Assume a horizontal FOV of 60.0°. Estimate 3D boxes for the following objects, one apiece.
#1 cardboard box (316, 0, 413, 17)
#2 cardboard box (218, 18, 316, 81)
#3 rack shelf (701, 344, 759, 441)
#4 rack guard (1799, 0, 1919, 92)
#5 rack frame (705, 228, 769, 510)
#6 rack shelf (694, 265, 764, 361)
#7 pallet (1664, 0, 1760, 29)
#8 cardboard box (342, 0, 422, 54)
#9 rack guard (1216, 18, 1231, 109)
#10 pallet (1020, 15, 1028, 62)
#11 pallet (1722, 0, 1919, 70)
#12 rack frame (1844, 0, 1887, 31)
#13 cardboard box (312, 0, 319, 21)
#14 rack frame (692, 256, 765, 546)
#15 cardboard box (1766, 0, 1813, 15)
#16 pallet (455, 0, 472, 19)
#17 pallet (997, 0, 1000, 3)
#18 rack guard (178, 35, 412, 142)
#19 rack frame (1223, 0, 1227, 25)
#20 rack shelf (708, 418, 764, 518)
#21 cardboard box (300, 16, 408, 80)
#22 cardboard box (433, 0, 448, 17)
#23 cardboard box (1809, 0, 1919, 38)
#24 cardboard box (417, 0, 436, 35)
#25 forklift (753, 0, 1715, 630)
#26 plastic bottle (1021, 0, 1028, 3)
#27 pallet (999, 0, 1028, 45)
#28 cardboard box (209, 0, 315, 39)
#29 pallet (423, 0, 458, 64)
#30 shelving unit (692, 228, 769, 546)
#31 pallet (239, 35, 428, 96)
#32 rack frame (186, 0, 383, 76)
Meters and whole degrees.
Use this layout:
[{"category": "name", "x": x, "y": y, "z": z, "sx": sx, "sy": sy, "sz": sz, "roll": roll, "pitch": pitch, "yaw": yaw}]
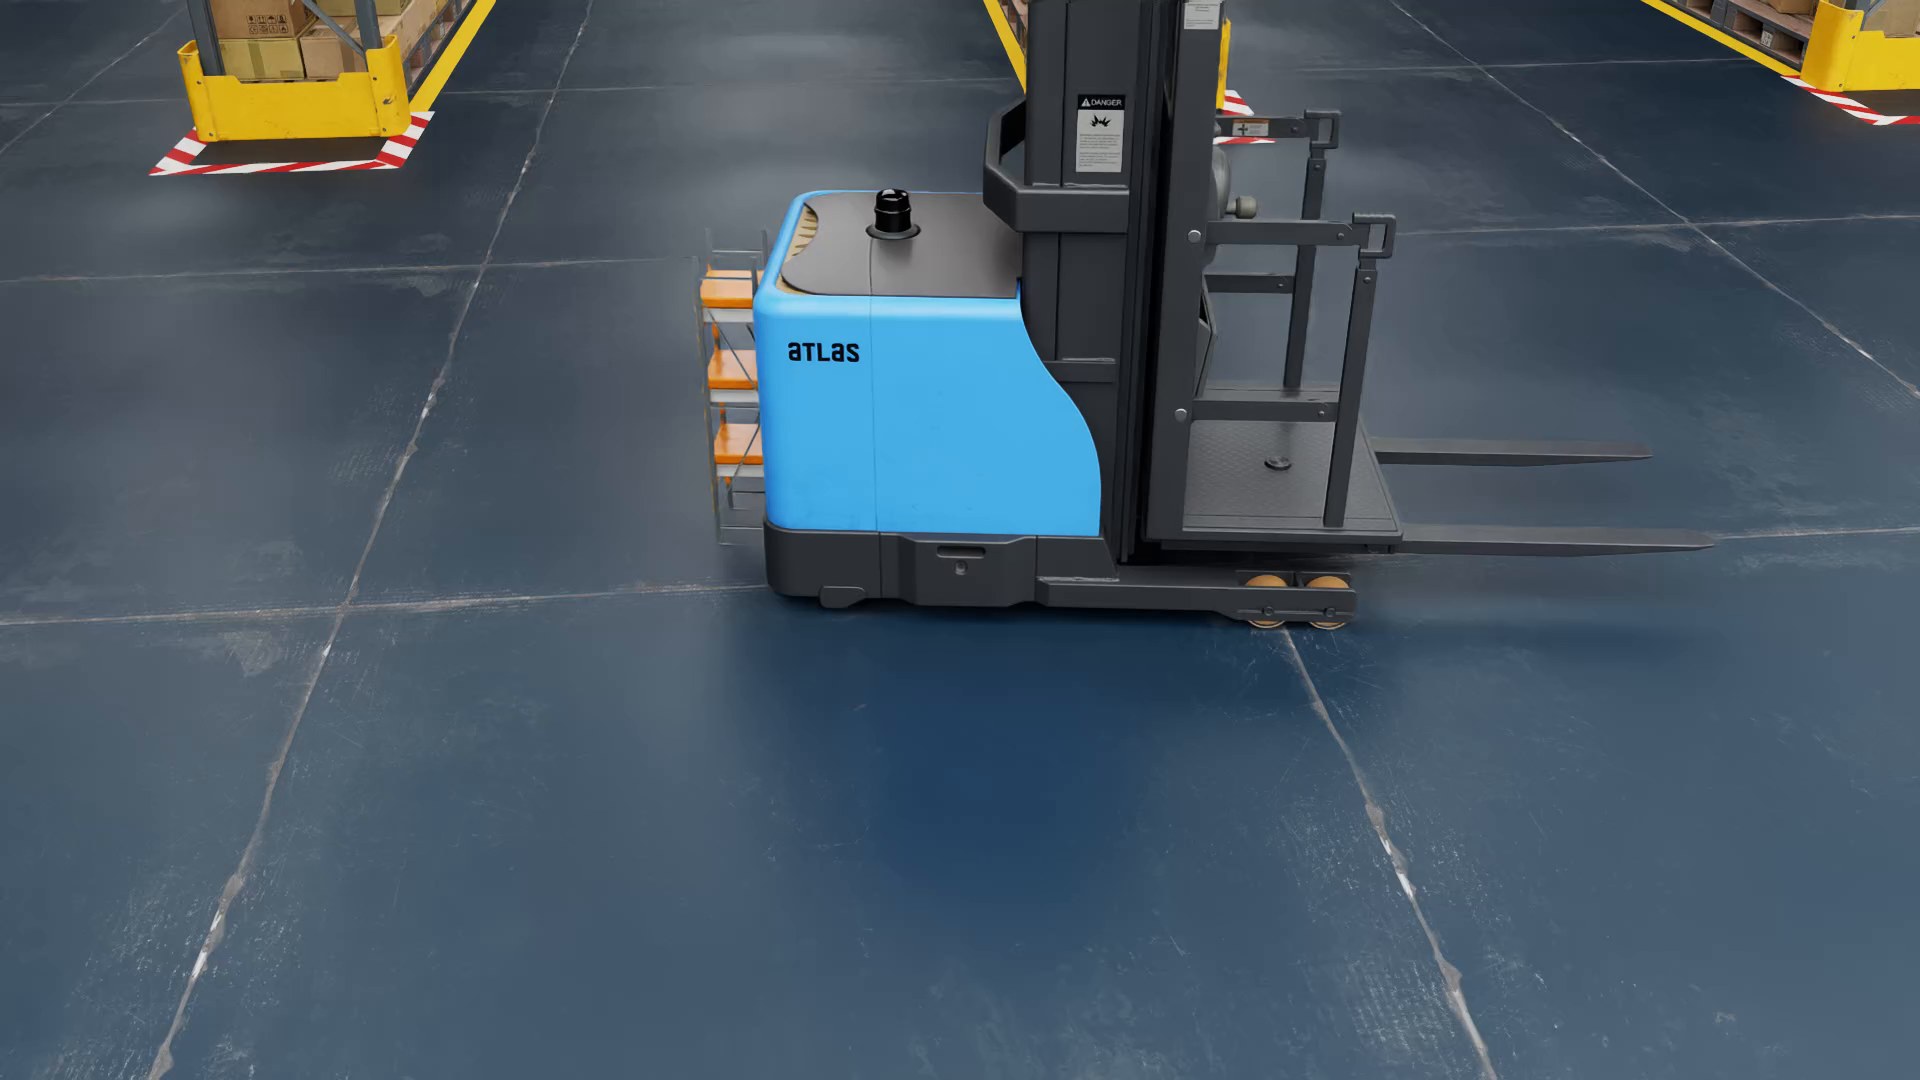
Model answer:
[{"category": "cardboard box", "x": -3.726, "y": -3.575, "z": 10.351, "sx": 0.500, "sy": 0.500, "sz": 0.500, "roll": -3, "pitch": 31, "yaw": -5}, {"category": "cardboard box", "x": -4.193, "y": -2.973, "z": 10.074, "sx": 0.500, "sy": 0.250, "sz": 0.500, "roll": -3, "pitch": 31, "yaw": -5}, {"category": "rack shelf", "x": -0.730, "y": -0.485, "z": 5.559, "sx": 0.215, "sy": 0.259, "sz": 0.240, "roll": 1, "pitch": 31, "yaw": 2}, {"category": "rack guard", "x": 6.007, "y": -3.152, "z": 10.540, "sx": 1.175, "sy": 0.500, "sz": 0.348, "roll": -3, "pitch": 31, "yaw": -5}, {"category": "rack frame", "x": -0.725, "y": -0.557, "z": 5.658, "sx": 0.200, "sy": 1.050, "sz": 0.008, "roll": 1, "pitch": 31, "yaw": 2}, {"category": "rack shelf", "x": -0.731, "y": -0.729, "z": 5.414, "sx": 0.215, "sy": 0.259, "sz": 0.240, "roll": 1, "pitch": 31, "yaw": 2}, {"category": "pallet", "x": 5.856, "y": -4.066, "z": 12.351, "sx": 1.003, "sy": 0.211, "sz": 1.213, "roll": -3, "pitch": 31, "yaw": -5}, {"category": "cardboard box", "x": -3.728, "y": -3.253, "z": 10.543, "sx": 0.500, "sy": 0.250, "sz": 0.500, "roll": -3, "pitch": 31, "yaw": -5}, {"category": "rack guard", "x": 1.029, "y": -2.912, "z": 10.138, "sx": 1.175, "sy": 0.500, "sz": 0.348, "roll": -3, "pitch": 31, "yaw": -5}, {"category": "pallet", "x": 0.958, "y": -3.203, "z": 10.907, "sx": 1.003, "sy": 0.211, "sz": 1.213, "roll": -3, "pitch": 31, "yaw": -5}, {"category": "pallet", "x": 5.966, "y": -3.444, "z": 11.311, "sx": 1.003, "sy": 0.211, "sz": 1.213, "roll": -3, "pitch": 31, "yaw": -5}, {"category": "rack frame", "x": 6.014, "y": -4.186, "z": 9.834, "sx": 1.000, "sy": 3.000, "sz": 0.127, "roll": -3, "pitch": 31, "yaw": -5}, {"category": "cardboard box", "x": -4.252, "y": -3.228, "z": 10.501, "sx": 0.500, "sy": 0.250, "sz": 0.500, "roll": -3, "pitch": 31, "yaw": -5}, {"category": "rack frame", "x": -0.735, "y": -0.432, "z": 5.449, "sx": 0.200, "sy": 1.050, "sz": 0.008, "roll": 1, "pitch": 31, "yaw": 2}, {"category": "cardboard box", "x": 5.883, "y": -3.917, "z": 11.410, "sx": 0.500, "sy": 0.500, "sz": 0.500, "roll": 5, "pitch": 31, "yaw": 8}, {"category": "pallet", "x": -4.190, "y": -4.151, "z": 12.493, "sx": 1.003, "sy": 0.211, "sz": 1.213, "roll": -3, "pitch": 31, "yaw": -5}, {"category": "pallet", "x": 0.730, "y": -4.449, "z": 12.993, "sx": 1.003, "sy": 0.211, "sz": 1.213, "roll": -3, "pitch": 31, "yaw": -5}, {"category": "rack guard", "x": -3.847, "y": -2.628, "z": 9.663, "sx": 1.175, "sy": 0.500, "sz": 0.348, "roll": -3, "pitch": 31, "yaw": -5}, {"category": "rack frame", "x": 1.083, "y": -3.949, "z": 9.436, "sx": 1.000, "sy": 3.000, "sz": 0.127, "roll": -3, "pitch": 31, "yaw": -5}, {"category": "rack shelf", "x": -0.730, "y": -0.247, "z": 5.702, "sx": 0.215, "sy": 0.259, "sz": 0.240, "roll": 1, "pitch": 31, "yaw": 2}, {"category": "cardboard box", "x": -3.678, "y": -2.998, "z": 10.116, "sx": 0.500, "sy": 0.250, "sz": 0.500, "roll": -3, "pitch": 31, "yaw": -5}, {"category": "cardboard box", "x": -3.816, "y": -3.764, "z": 11.398, "sx": 0.500, "sy": 0.250, "sz": 0.500, "roll": -3, "pitch": 31, "yaw": -5}, {"category": "cardboard box", "x": 5.972, "y": -3.613, "z": 10.902, "sx": 0.500, "sy": 0.500, "sz": 0.500, "roll": 3, "pitch": 31, "yaw": 5}, {"category": "cardboard box", "x": -3.774, "y": -3.508, "z": 10.970, "sx": 0.500, "sy": 0.250, "sz": 0.500, "roll": -3, "pitch": 31, "yaw": -5}, {"category": "forklift", "x": 0.906, "y": -1.255, "z": 4.992, "sx": 3.031, "sy": 2.935, "sz": 1.130, "roll": 1, "pitch": 31, "yaw": 2}, {"category": "plastic bottle", "x": 0.475, "y": -3.853, "z": 11.576, "sx": 0.097, "sy": 0.201, "sz": 0.097, "roll": 0, "pitch": 31, "yaw": 0}, {"category": "pallet", "x": 0.848, "y": -3.825, "z": 11.948, "sx": 1.003, "sy": 0.211, "sz": 1.213, "roll": -3, "pitch": 31, "yaw": -5}, {"category": "cardboard box", "x": -4.196, "y": -3.295, "z": 9.882, "sx": 0.500, "sy": 0.500, "sz": 0.500, "roll": -3, "pitch": 31, "yaw": -5}, {"category": "pallet", "x": -4.073, "y": -3.526, "z": 11.448, "sx": 1.003, "sy": 0.211, "sz": 1.213, "roll": -3, "pitch": 31, "yaw": -5}, {"category": "shelving unit", "x": -0.730, "y": -0.494, "z": 5.554, "sx": 0.215, "sy": 1.050, "sz": 0.252, "roll": 1, "pitch": 31, "yaw": 2}, {"category": "pallet", "x": -3.962, "y": -2.905, "z": 10.408, "sx": 1.003, "sy": 0.211, "sz": 1.213, "roll": -3, "pitch": 31, "yaw": -5}, {"category": "rack frame", "x": -3.849, "y": -3.714, "z": 9.042, "sx": 1.000, "sy": 3.000, "sz": 0.127, "roll": -3, "pitch": 31, "yaw": -5}]
